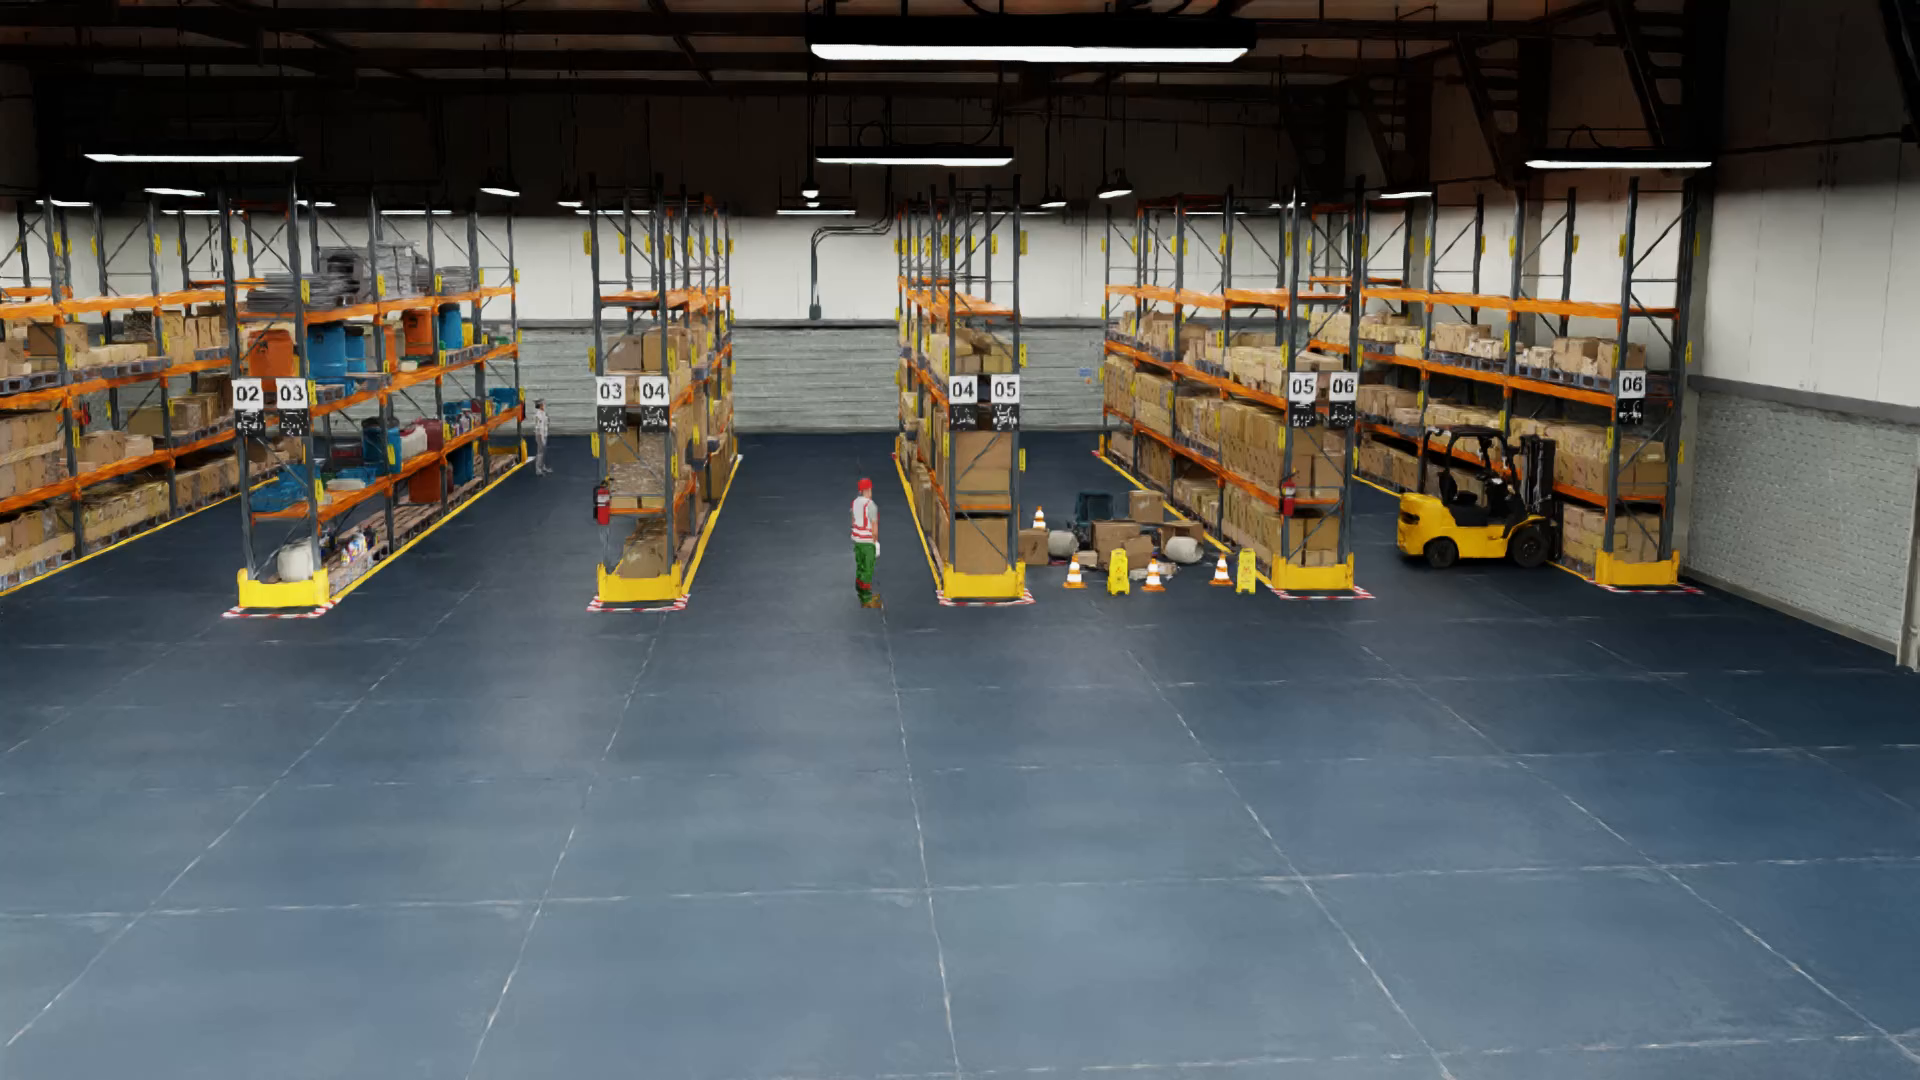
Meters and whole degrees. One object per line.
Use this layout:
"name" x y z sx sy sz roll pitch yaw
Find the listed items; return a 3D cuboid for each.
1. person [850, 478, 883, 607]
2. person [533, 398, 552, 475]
"person" -1.285 0.014 23.378 0.442 1.792 0.598 -7 12 -35
"person" -9.273 -2.316 36.879 0.365 1.686 0.602 -2 10 -11
